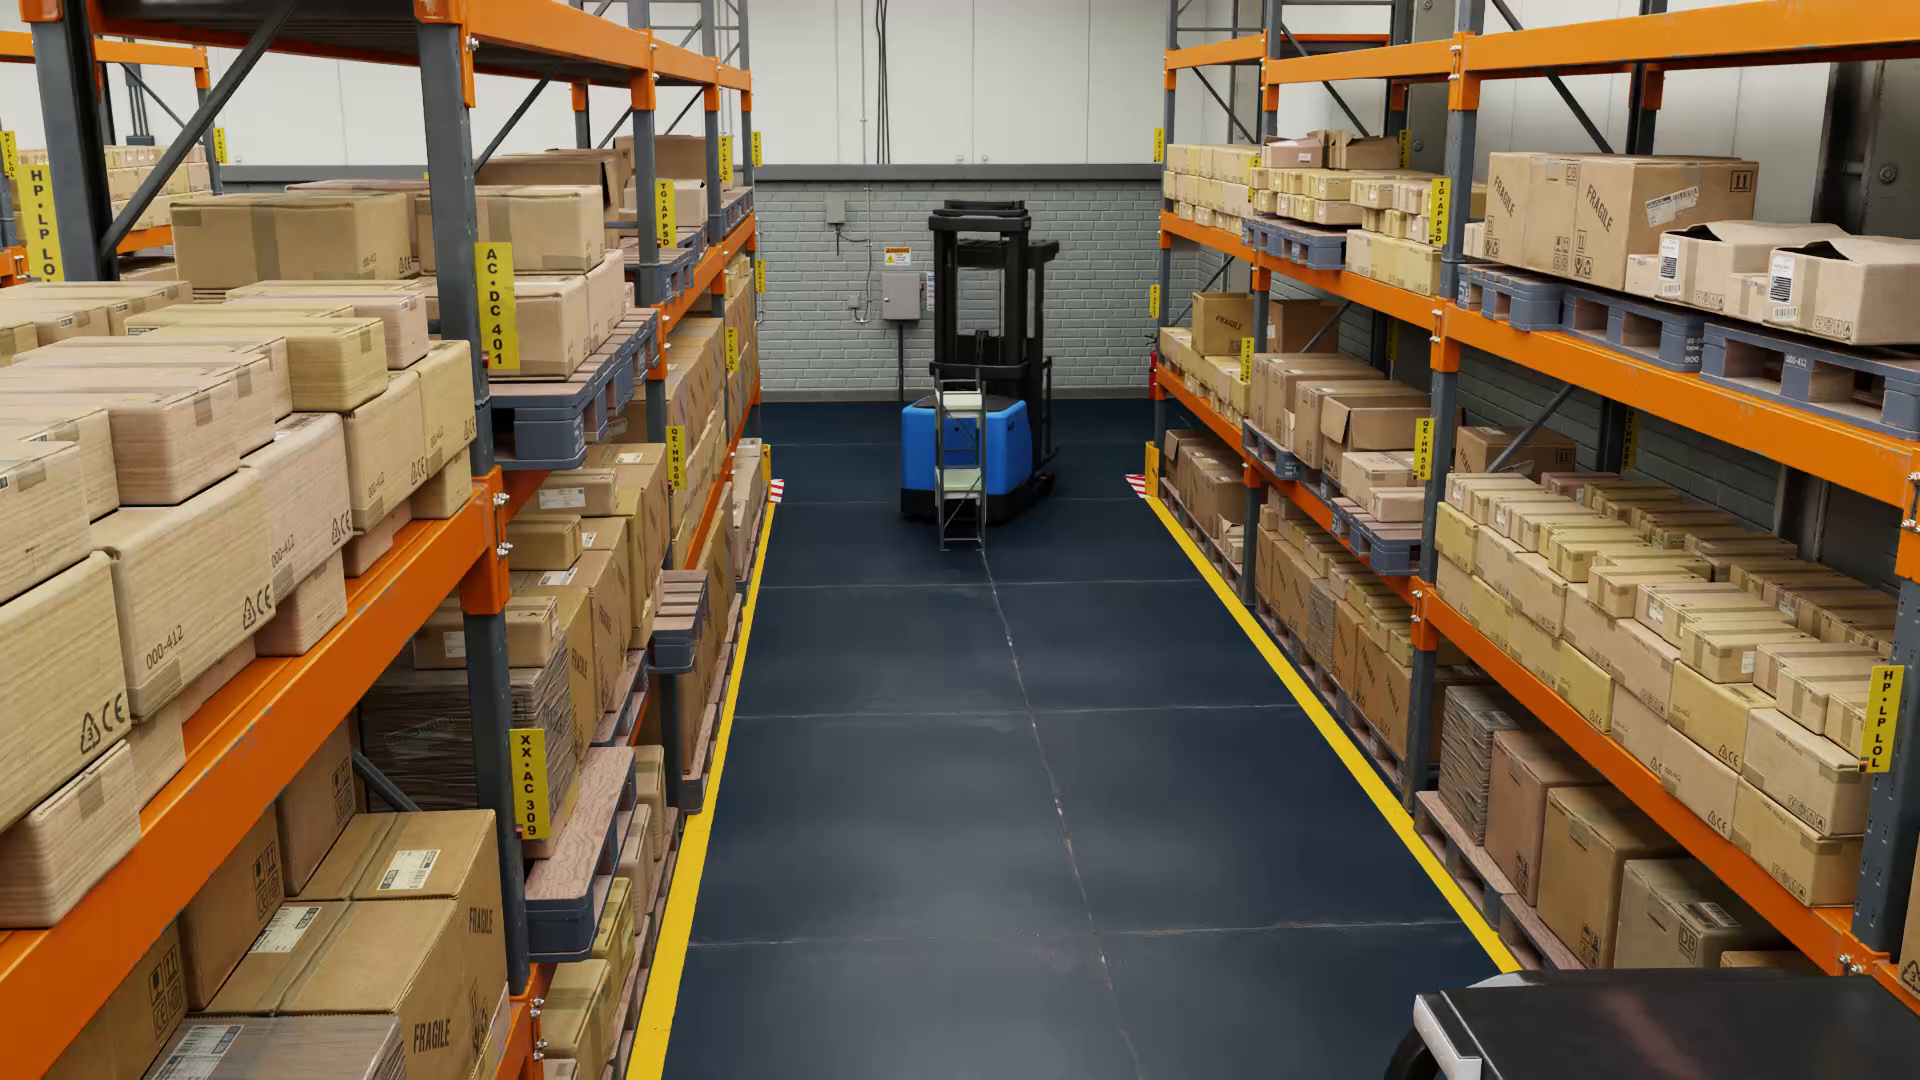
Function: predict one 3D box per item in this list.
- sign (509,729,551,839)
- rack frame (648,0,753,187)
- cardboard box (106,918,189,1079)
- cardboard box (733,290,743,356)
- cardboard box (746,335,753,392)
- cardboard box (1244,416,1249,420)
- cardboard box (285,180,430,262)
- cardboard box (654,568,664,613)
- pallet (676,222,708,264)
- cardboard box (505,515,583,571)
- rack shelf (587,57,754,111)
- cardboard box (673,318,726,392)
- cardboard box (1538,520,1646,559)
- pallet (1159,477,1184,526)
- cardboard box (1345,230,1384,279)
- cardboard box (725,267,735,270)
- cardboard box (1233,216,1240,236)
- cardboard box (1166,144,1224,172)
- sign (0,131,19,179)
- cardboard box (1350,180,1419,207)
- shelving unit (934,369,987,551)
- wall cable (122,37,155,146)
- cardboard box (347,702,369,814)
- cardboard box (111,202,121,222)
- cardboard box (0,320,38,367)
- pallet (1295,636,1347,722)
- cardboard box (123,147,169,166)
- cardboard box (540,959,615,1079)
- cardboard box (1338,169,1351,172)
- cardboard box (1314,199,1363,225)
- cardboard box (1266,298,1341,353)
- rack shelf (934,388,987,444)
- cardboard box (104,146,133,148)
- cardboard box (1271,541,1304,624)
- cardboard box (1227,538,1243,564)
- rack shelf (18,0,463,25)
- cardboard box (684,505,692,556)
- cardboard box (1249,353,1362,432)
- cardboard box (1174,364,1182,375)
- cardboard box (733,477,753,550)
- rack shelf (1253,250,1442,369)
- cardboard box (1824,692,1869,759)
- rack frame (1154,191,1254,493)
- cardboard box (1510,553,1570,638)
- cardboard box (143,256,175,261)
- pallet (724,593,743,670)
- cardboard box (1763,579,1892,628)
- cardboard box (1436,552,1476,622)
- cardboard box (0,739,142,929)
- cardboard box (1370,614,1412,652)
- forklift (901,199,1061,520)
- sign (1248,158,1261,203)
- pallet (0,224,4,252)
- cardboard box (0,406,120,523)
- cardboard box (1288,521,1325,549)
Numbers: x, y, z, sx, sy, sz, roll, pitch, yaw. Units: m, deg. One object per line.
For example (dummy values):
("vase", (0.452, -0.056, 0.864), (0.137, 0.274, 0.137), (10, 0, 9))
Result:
("sign", (-1.199, 0.680, 4.627), (0.100, 0.325, 0.005), (-1, 14, -3))
("rack frame", (-2.484, -4.780, 15.546), (1.000, 3.000, 0.127), (-1, 14, -3))
("cardboard box", (-1.916, 0.798, 3.100), (0.700, 0.500, 0.500), (-1, 14, -5))
("cardboard box", (-2.069, -1.788, 13.749), (0.500, 0.500, 0.500), (-1, 14, -2))
("cardboard box", (-2.132, -1.555, 14.848), (0.500, 0.500, 0.500), (0, 14, -2))
("cardboard box", (2.446, -0.911, 13.053), (0.380, 0.149, 0.250), (-1, 14, -3))
("cardboard box", (-1.989, -1.112, 5.762), (0.500, 0.250, 0.500), (-1, 14, -3))
("cardboard box", (-1.584, 0.238, 7.741), (0.380, 0.149, 0.250), (-1, 14, -4))
("pallet", (-2.130, -2.013, 11.194), (0.805, 0.209, 1.217), (-1, 15, -6))
("cardboard box", (-1.587, 0.008, 6.031), (0.380, 0.149, 0.250), (0, 14, 0))
("rack shelf", (-2.360, -3.741, 13.752), (1.077, 0.370, 4.000), (-1, 14, -3))
("cardboard box", (-1.958, -1.306, 11.873), (0.500, 0.500, 0.500), (0, 14, -2))
("cardboard box", (2.825, 0.015, 7.445), (0.380, 0.149, 0.250), (-1, 14, -3))
("pallet", (2.525, -0.385, 16.099), (1.003, 0.211, 1.213), (-1, 14, -3))
("cardboard box", (2.628, -1.716, 9.958), (0.500, 0.250, 0.500), (-1, 14, -3))
("cardboard box", (-2.131, -2.253, 14.256), (0.380, 0.149, 0.250), (0, 14, -2))
("cardboard box", (2.381, -2.501, 13.213), (0.380, 0.149, 0.250), (0, 14, -2))
("cardboard box", (2.247, -3.604, 15.697), (0.500, 0.250, 0.500), (-1, 14, -4))
("sign", (-6.617, -2.682, 11.582), (0.100, 0.325, 0.005), (-1, 14, -3))
("cardboard box", (2.569, -2.084, 9.989), (0.380, 0.149, 0.250), (-1, 14, -3))
("shelving unit", (0.000, -0.725, 14.833), (0.431, 1.500, 0.755), (-1, 14, -3))
("wall cable", (-9.285, -7.645, 20.223), (2.277, 5.999, 0.120), (-1, 14, -3))
("cardboard box", (-1.998, 0.602, 5.025), (0.500, 0.500, 0.500), (-1, 14, -4))
("cardboard box", (-6.989, -2.532, 13.129), (0.500, 0.250, 0.500), (0, 14, -1))
("cardboard box", (-2.005, -0.329, 3.168), (0.380, 0.149, 0.250), (-1, 14, -4))
("pallet", (2.885, 0.899, 11.110), (1.003, 0.211, 1.213), (-1, 14, -3))
("cardboard box", (-7.046, -3.320, 14.387), (0.380, 0.149, 0.250), (-1, 14, -3))
("cardboard box", (-1.823, 1.870, 6.171), (0.950, 0.372, 0.625), (0, 14, 0))
("cardboard box", (2.891, -2.548, 11.755), (0.380, 0.149, 0.250), (-1, 14, -3))
("cardboard box", (2.460, -2.078, 10.524), (0.380, 0.149, 0.250), (-1, 14, -2))
("cardboard box", (2.891, -1.767, 14.072), (0.500, 0.500, 0.500), (-1, 14, -5))
("rack shelf", (0.000, -1.103, 14.736), (0.431, 0.370, 0.720), (-1, 14, -3))
("cardboard box", (-7.628, -3.441, 14.858), (0.380, 0.149, 0.250), (0, 14, -1))
("cardboard box", (2.566, 0.306, 11.993), (0.500, 0.500, 0.500), (-1, 14, -4))
("cardboard box", (2.390, 0.086, 13.552), (0.380, 0.149, 0.250), (-1, 14, -5))
("rack shelf", (-1.617, -0.948, 2.104), (1.077, 0.370, 4.000), (-1, 14, -3))
("cardboard box", (-1.817, -0.066, 9.563), (0.500, 0.250, 0.500), (-1, 14, -5))
("cardboard box", (2.524, -1.086, 12.183), (0.700, 0.500, 0.500), (-1, 14, -2))
("cardboard box", (2.278, -1.682, 16.049), (0.380, 0.149, 0.250), (-1, 14, -2))
("cardboard box", (-2.224, -0.223, 14.173), (0.875, 0.438, 0.875), (-1, 14, -5))
("rack shelf", (2.842, -1.565, 10.511), (1.077, 0.370, 4.000), (-1, 14, -3))
("cardboard box", (2.971, 0.588, 5.219), (0.380, 0.149, 0.250), (0, 14, -2))
("rack frame", (2.470, -1.952, 16.595), (1.000, 3.000, 0.127), (-1, 14, -3))
("cardboard box", (2.794, 0.237, 7.384), (0.500, 0.250, 0.500), (-1, 14, -5))
("cardboard box", (-7.142, -2.340, 15.297), (0.500, 0.500, 0.500), (-1, 14, -5))
("pallet", (-2.113, 0.661, 12.033), (1.003, 0.211, 1.213), (-1, 14, -3))
("cardboard box", (3.379, 0.261, 6.491), (0.380, 0.149, 0.250), (-1, 14, -4))
("cardboard box", (2.749, 0.224, 8.437), (0.500, 0.250, 0.500), (-1, 14, -3))
("cardboard box", (-1.273, 0.364, 2.074), (0.380, 0.149, 0.250), (-1, 14, -3))
("cardboard box", (2.634, 0.544, 9.765), (0.380, 0.149, 0.250), (-2, 15, -6))
("forklift", (0.350, -1.926, 16.629), (1.130, 2.935, 3.031), (4, 15, 16))
("sign", (2.177, -2.650, 12.250), (0.100, 0.325, 0.005), (-1, 14, -3))
("pallet", (-7.238, -1.985, 11.079), (1.213, 0.211, 1.003), (-1, 14, -3))
("cardboard box", (-1.374, -0.083, 2.215), (0.380, 0.149, 0.250), (-1, 14, -2))
("cardboard box", (2.596, -0.040, 12.034), (0.380, 0.149, 0.250), (-2, 15, -6))
